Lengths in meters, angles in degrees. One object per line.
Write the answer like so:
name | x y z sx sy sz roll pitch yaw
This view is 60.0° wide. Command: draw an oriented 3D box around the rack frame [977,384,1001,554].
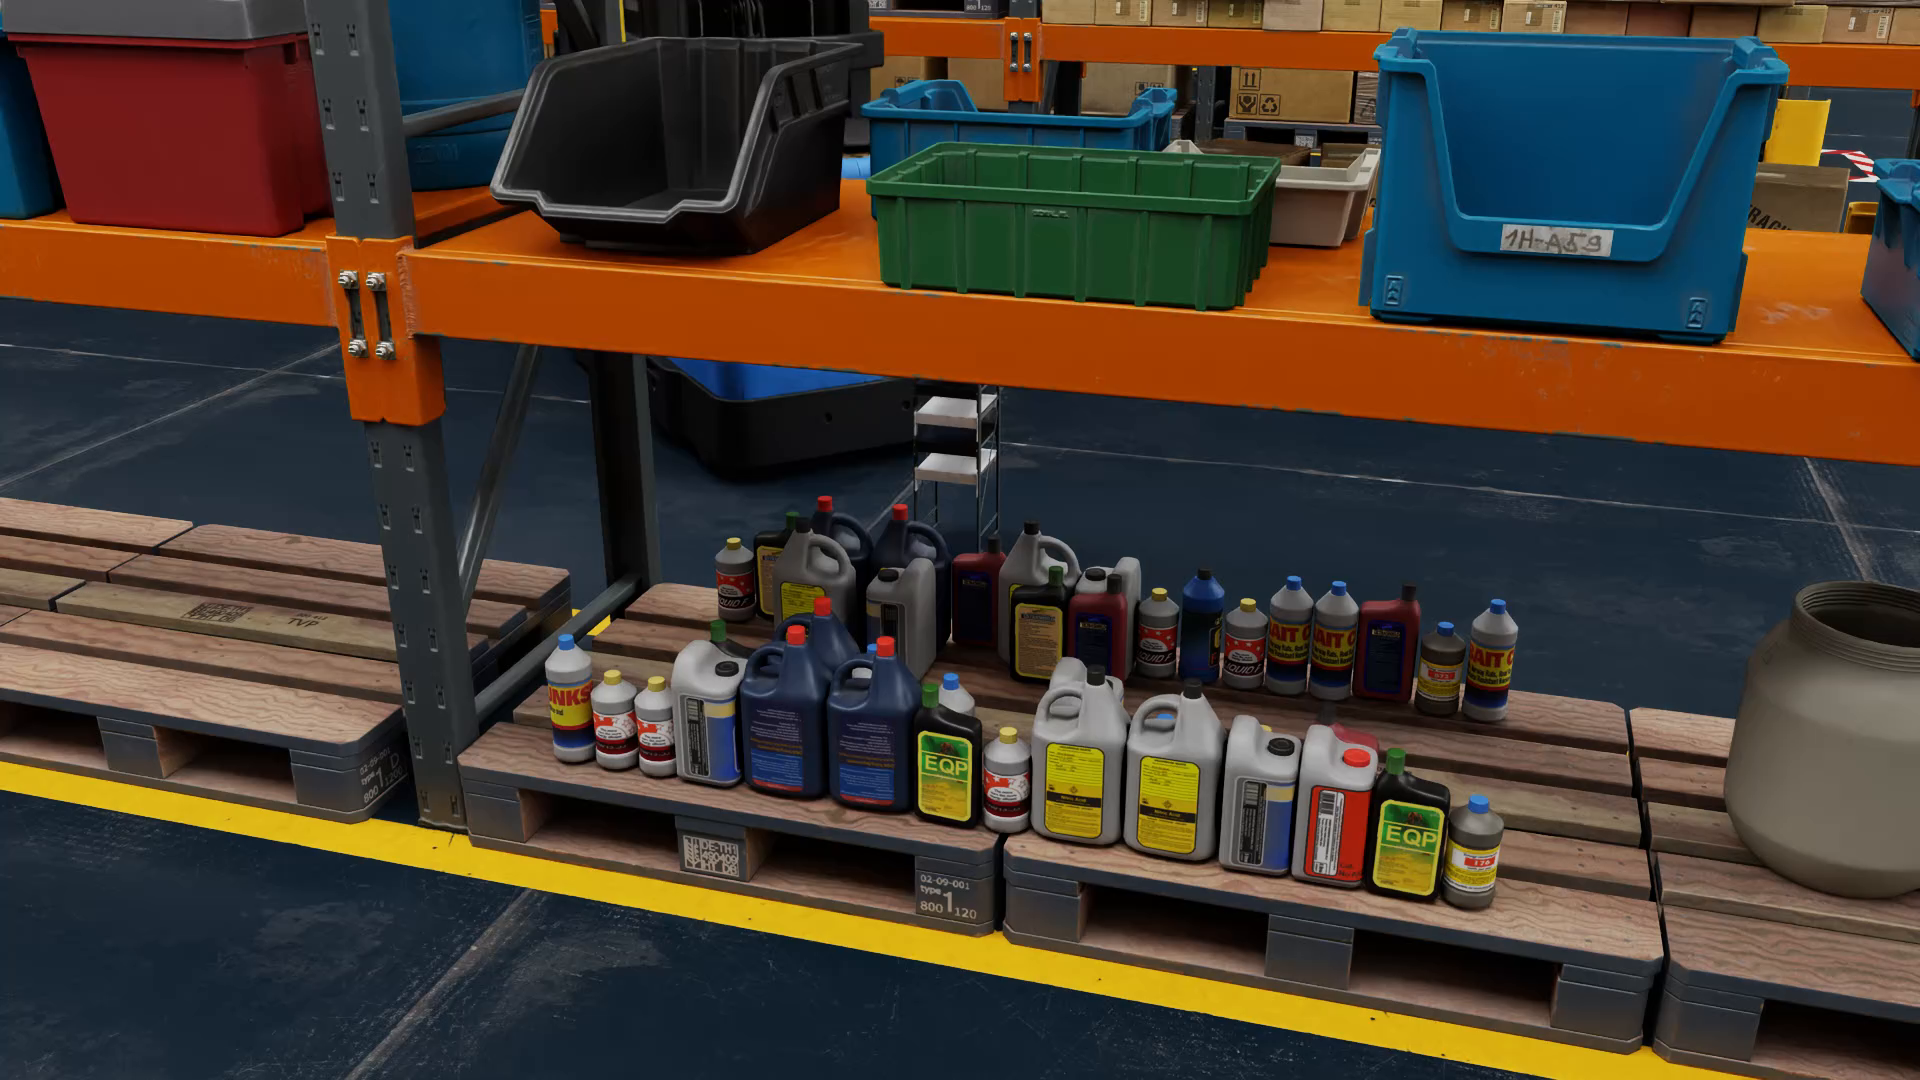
rack frame | 0.090 -0.406 5.074 0.006 0.900 0.240 7 23 16

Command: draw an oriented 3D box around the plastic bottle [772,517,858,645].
plastic bottle | -0.345 0.116 3.945 0.185 0.351 0.144 7 23 16

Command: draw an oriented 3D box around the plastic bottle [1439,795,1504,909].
plastic bottle | 0.941 0.564 3.051 0.097 0.201 0.097 0 22 0

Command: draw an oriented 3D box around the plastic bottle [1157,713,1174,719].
plastic bottle | 0.408 0.445 3.339 0.097 0.201 0.097 0 22 0

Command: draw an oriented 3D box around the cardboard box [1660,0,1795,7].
cardboard box | 3.225 -2.550 7.012 0.500 0.500 0.875 7 23 16

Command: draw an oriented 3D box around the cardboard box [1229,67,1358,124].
cardboard box | 2.539 -3.632 12.417 0.875 0.875 0.875 7 23 16

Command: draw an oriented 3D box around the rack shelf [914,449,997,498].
rack shelf | -0.008 -0.220 5.182 0.200 0.077 0.258 7 23 16

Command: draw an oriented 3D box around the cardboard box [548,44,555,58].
cardboard box | -3.074 -4.026 13.874 0.500 0.500 0.500 8 23 18

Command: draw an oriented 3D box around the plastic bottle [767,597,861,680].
plastic bottle | -0.309 0.285 3.534 0.185 0.351 0.144 7 23 16

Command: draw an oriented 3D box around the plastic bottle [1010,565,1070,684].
plastic bottle | 0.184 0.192 3.850 0.133 0.283 0.061 7 23 16

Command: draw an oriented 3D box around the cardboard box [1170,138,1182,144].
cardboard box | 0.799 -1.703 8.210 0.500 0.500 0.500 6 23 14

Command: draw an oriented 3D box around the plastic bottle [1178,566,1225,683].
plastic bottle | 0.562 0.190 3.869 0.097 0.271 0.097 0 22 0

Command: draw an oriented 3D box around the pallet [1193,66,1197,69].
pallet | 2.544 -5.119 17.471 1.213 0.211 1.003 7 23 16

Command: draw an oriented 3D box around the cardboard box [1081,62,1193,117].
cardboard box | 1.336 -3.703 12.757 0.750 0.750 1.050 6 23 15

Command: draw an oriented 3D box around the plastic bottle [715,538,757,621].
plastic bottle | -0.566 0.094 4.197 0.097 0.201 0.097 0 22 0

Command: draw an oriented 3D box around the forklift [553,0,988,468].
forklift | -1.031 -2.120 6.575 1.130 2.935 3.031 -11 25 -26

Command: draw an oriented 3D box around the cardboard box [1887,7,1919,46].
cardboard box | 3.924 -2.125 6.829 0.250 0.149 0.380 7 23 16

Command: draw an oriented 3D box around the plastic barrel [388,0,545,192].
plastic barrel | -1.286 -1.308 3.847 0.708 0.901 0.600 7 23 16

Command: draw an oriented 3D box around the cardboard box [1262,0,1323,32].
cardboard box | 1.499 -2.359 7.399 0.250 0.149 0.380 7 23 16

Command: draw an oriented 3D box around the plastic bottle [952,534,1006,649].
plastic bottle | 0.048 0.119 4.027 0.133 0.283 0.061 8 24 19

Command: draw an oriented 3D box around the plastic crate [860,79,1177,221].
plastic crate | 0.135 -0.833 3.543 0.616 0.251 0.499 7 23 16

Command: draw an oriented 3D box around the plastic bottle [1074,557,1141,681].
plastic bottle | 0.344 0.174 3.902 0.135 0.276 0.152 7 23 16

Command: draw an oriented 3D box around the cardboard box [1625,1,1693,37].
cardboard box | 2.969 -2.237 7.102 0.250 0.149 0.380 7 23 16

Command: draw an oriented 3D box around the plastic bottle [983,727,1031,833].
plastic bottle | 0.094 0.467 3.288 0.097 0.201 0.097 0 22 0

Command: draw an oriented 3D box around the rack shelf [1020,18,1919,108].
rack shelf | 2.342 -2.172 7.559 4.000 0.370 1.077 7 23 16

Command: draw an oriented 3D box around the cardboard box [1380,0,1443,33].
cardboard box | 1.986 -2.315 7.292 0.250 0.149 0.380 7 23 16

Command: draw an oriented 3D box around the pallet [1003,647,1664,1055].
pallet | 0.799 0.588 3.559 1.213 0.211 1.003 7 23 16

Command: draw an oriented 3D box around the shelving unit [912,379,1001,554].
shelving unit | -0.008 -0.417 5.101 0.210 0.900 0.258 7 23 16

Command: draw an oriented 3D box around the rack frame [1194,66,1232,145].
rack frame | 1.957 -4.515 12.324 0.127 3.000 1.000 7 23 16

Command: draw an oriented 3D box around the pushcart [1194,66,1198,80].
pushcart | 2.679 -4.277 15.200 0.936 0.377 1.648 -1 22 -3

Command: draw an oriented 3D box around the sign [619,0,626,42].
sign | -0.834 -1.251 4.002 0.005 0.325 0.100 7 23 16

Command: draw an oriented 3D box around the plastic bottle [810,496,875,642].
plastic bottle | -0.304 0.064 4.073 0.185 0.351 0.144 6 23 14

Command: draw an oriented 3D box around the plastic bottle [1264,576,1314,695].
plastic bottle | 0.756 0.213 3.814 0.097 0.271 0.097 0 22 0

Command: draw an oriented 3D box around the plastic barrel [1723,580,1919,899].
plastic barrel | 1.694 0.372 3.136 0.421 0.512 0.421 0 22 0

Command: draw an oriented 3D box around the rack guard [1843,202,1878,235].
rack guard | 4.184 -1.137 7.383 0.348 0.500 1.175 7 23 16

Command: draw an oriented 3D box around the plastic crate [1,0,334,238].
plastic crate | -1.555 -0.896 3.416 0.583 0.464 0.402 7 23 16

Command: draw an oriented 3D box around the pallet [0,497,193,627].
pallet | -2.938 0.161 4.599 1.213 0.211 1.003 7 23 16

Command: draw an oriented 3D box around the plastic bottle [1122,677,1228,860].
plastic bottle | 0.415 0.425 3.192 0.185 0.351 0.144 8 23 18

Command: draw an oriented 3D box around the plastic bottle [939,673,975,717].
plastic bottle | -0.018 0.397 3.365 0.097 0.271 0.097 0 22 0

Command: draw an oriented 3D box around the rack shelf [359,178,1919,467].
rack shelf | 0.911 -0.372 3.172 4.000 0.370 1.077 7 23 16

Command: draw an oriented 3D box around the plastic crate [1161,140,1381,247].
plastic crate | 0.624 -0.716 3.411 0.437 0.136 0.530 7 23 16

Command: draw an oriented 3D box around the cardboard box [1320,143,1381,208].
cardboard box | 1.966 -1.603 7.967 0.500 0.500 0.500 4 23 11

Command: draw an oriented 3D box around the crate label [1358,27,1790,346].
crate label | 0.986 -0.605 2.747 0.616 0.435 0.502 7 23 16

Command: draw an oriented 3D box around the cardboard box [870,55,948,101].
cardboard box | -0.478 -3.912 13.267 0.750 0.750 1.050 7 23 16

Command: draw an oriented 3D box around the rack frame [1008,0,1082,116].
rack frame | 0.427 -2.724 7.957 0.127 3.000 1.000 7 23 16

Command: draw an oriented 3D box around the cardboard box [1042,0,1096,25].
cardboard box | 0.546 -2.475 7.681 0.250 0.149 0.380 7 23 16

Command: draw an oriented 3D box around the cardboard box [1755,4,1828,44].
cardboard box | 3.431 -2.161 6.918 0.250 0.149 0.380 7 23 16

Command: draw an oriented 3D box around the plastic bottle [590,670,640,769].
plastic bottle | -0.728 0.372 3.517 0.097 0.201 0.097 0 22 0

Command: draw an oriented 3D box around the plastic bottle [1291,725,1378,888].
plastic bottle | 0.708 0.491 3.129 0.135 0.276 0.152 7 23 16

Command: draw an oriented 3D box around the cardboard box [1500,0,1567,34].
cardboard box | 2.458 -2.251 7.137 0.250 0.149 0.380 7 23 16

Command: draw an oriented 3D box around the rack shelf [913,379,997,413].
rack shelf | -0.008 -0.470 5.080 0.200 0.077 0.258 7 23 16

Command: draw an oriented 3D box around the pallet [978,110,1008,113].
pallet | 0.024 -3.415 13.317 1.213 0.211 1.003 7 23 16

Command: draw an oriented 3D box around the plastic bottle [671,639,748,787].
plastic bottle | -0.508 0.352 3.468 0.135 0.276 0.152 7 23 17

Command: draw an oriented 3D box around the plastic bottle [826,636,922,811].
plastic bottle | -0.170 0.358 3.356 0.185 0.351 0.144 6 23 13

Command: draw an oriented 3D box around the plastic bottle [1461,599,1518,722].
plastic bottle | 1.180 0.261 3.696 0.097 0.271 0.097 0 22 0

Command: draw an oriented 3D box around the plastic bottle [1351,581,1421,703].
plastic bottle | 0.969 0.224 3.770 0.133 0.283 0.061 7 23 16

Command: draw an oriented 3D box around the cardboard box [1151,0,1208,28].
cardboard box | 1.029 -2.425 7.560 0.250 0.149 0.380 7 23 16

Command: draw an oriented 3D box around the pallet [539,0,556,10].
pallet | -1.495 -2.871 8.570 1.213 0.211 1.003 7 23 16
